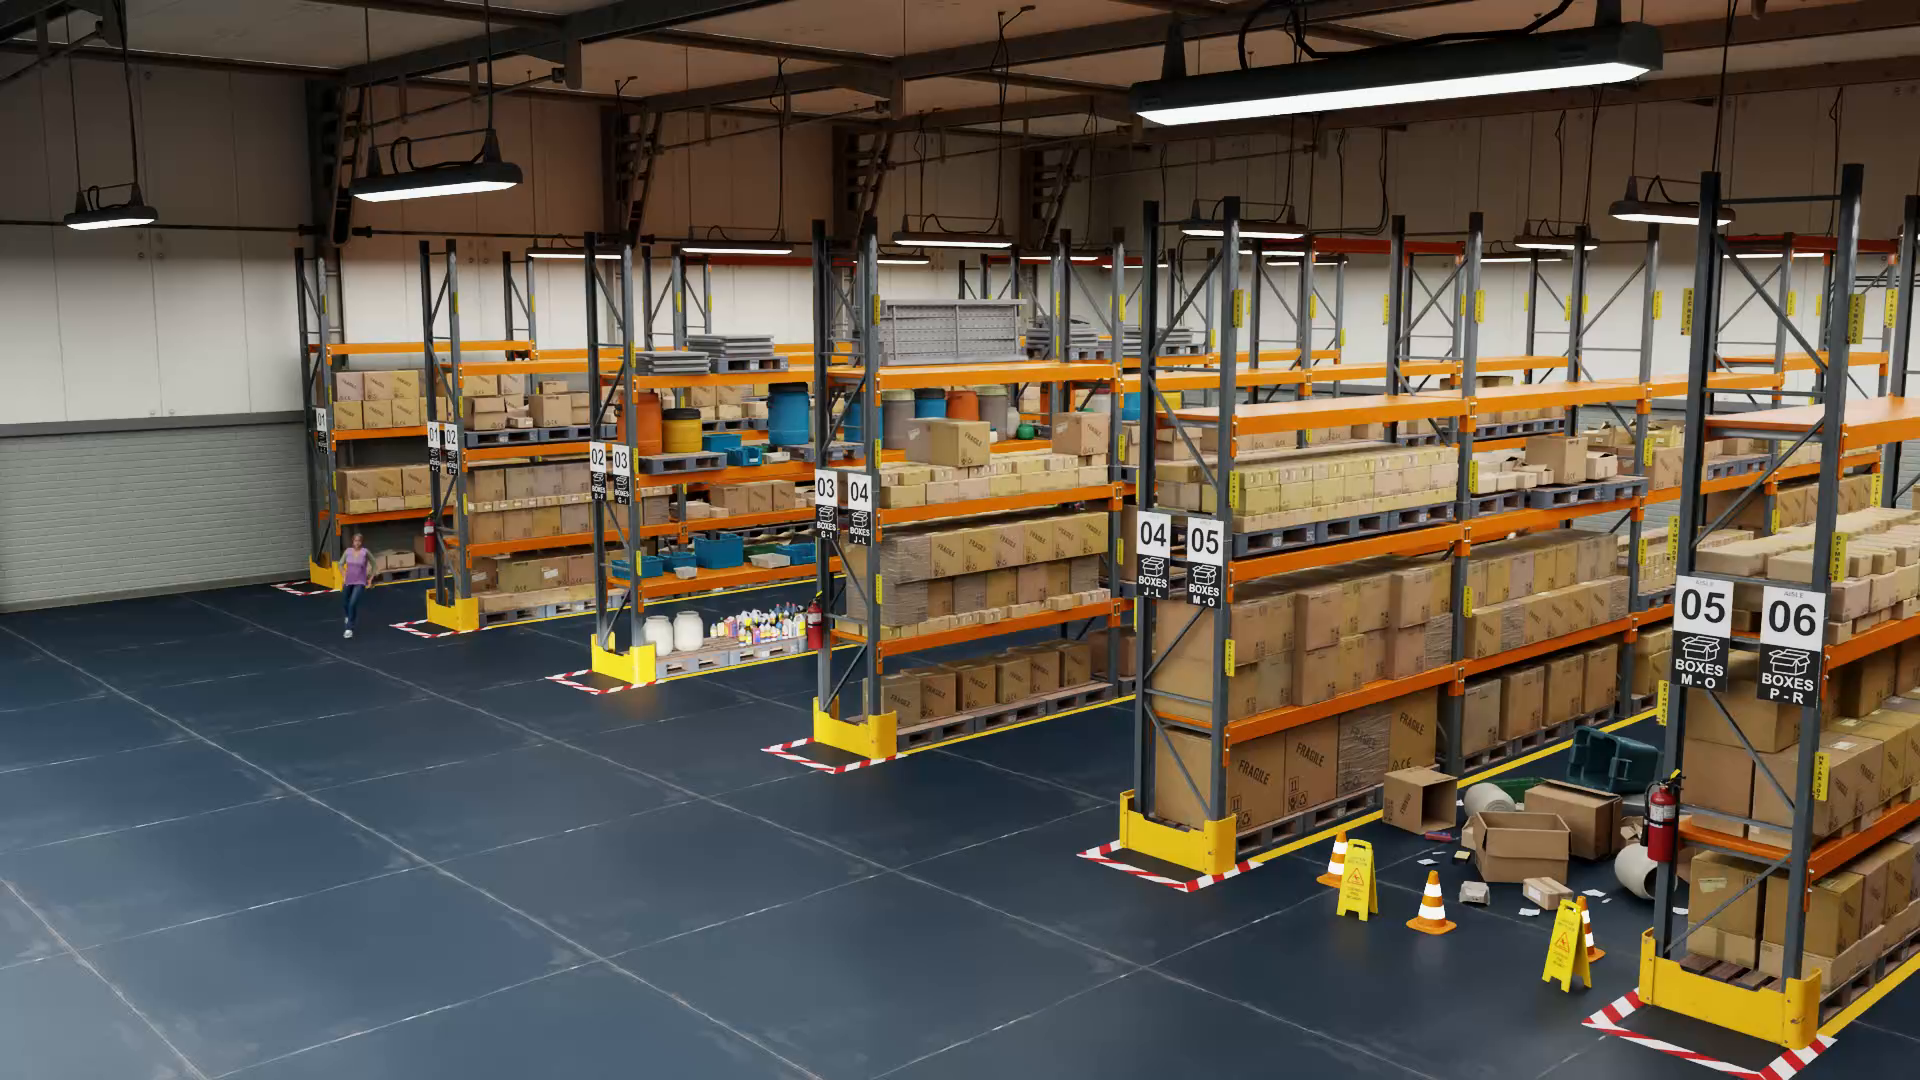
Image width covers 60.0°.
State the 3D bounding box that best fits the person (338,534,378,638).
[{"bbox_3d":[-9.220,0.671,25.486,0.587,1.569,0.716,-1,8,-7],"label":"person"}]

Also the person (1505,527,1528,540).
[{"bbox_3d":[8.595,0.535,25.694,0.654,1.793,0.711,7,11,40],"label":"person"}]
